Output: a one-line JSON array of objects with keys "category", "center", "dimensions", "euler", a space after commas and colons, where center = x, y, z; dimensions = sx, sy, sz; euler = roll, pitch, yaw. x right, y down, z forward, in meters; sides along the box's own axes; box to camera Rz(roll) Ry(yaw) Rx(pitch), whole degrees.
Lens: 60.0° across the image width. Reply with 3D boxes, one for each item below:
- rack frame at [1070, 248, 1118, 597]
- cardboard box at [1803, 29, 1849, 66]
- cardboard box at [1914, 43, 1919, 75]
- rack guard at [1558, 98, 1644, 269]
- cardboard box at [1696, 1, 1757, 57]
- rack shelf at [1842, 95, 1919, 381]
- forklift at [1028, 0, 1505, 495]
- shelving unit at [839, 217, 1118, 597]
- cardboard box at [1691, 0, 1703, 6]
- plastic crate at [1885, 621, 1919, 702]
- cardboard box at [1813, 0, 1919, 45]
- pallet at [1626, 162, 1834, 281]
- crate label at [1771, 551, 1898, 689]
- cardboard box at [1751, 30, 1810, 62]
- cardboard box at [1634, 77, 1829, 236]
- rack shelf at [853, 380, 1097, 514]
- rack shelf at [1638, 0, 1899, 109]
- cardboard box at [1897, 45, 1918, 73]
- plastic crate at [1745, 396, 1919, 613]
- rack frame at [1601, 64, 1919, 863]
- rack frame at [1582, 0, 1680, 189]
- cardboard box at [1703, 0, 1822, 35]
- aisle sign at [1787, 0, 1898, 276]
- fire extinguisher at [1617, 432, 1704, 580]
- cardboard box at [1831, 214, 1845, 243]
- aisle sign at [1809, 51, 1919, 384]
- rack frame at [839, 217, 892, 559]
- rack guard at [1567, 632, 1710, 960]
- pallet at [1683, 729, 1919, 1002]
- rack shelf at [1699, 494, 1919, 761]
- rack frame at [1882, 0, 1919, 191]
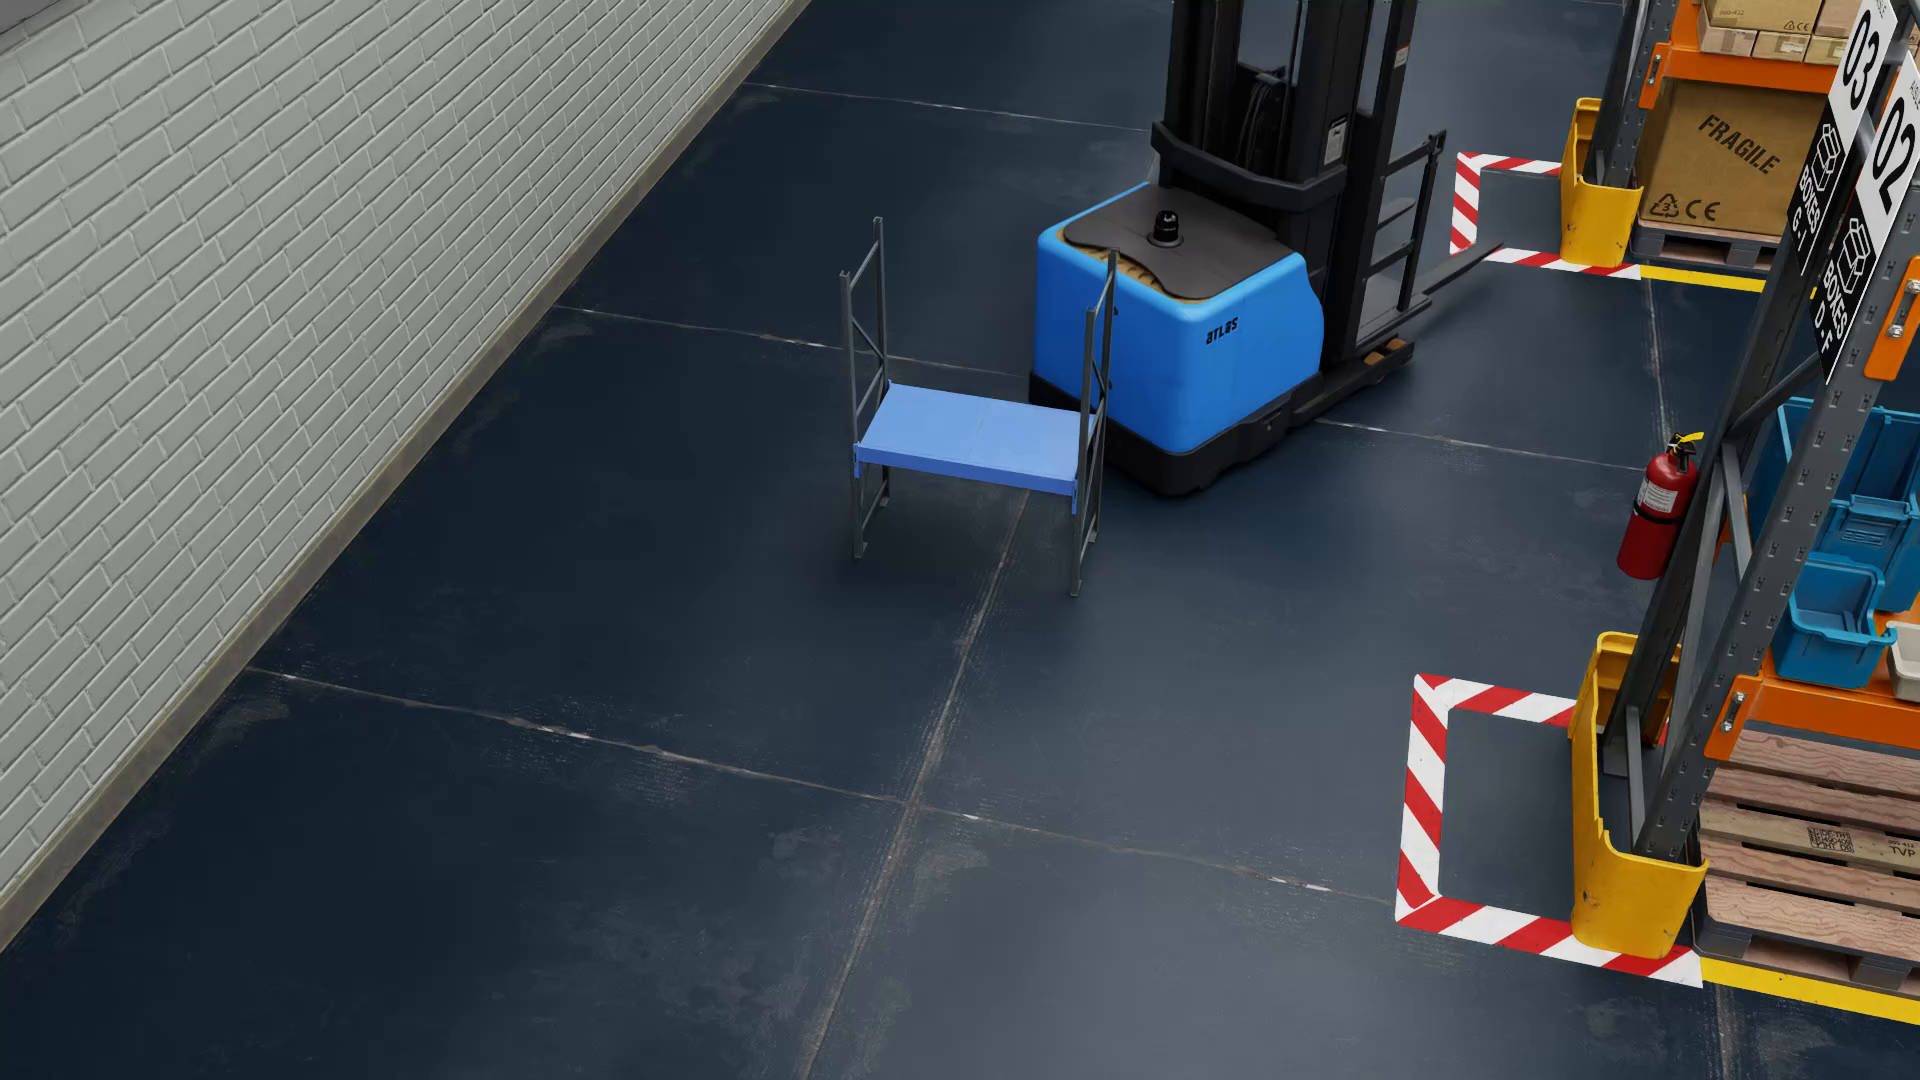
[{"category": "rack frame", "center": [0.573, -0.476, 7.175], "dimensions": [0.032, 1.500, 0.500], "euler": [10, 41, 11]}, {"category": "cardboard box", "center": [4.596, -2.658, 8.803], "dimensions": [0.250, 0.149, 0.380], "euler": [9, 41, 10]}, {"category": "cardboard box", "center": [5.094, -2.573, 8.701], "dimensions": [0.250, 0.149, 0.380], "euler": [9, 41, 11]}, {"category": "rack guard", "center": [3.820, -2.149, 9.945], "dimensions": [0.348, 0.500, 1.175], "euler": [10, 41, 11]}, {"category": "cardboard box", "center": [4.100, -2.742, 8.903], "dimensions": [0.250, 0.149, 0.380], "euler": [10, 41, 12]}, {"category": "rack shelf", "center": [4.494, -0.566, 4.343], "dimensions": [4.000, 0.370, 1.077], "euler": [10, 41, 11]}, {"category": "forklift", "center": [1.771, -2.162, 8.069], "dimensions": [3.031, 2.935, 1.130], "euler": [-31, 49, -31]}, {"category": "shelving unit", "center": [0.082, -0.560, 7.275], "dimensions": [1.048, 1.500, 0.538], "euler": [10, 41, 11]}, {"category": "cardboard box", "center": [4.272, -3.152, 9.390], "dimensions": [0.250, 0.149, 0.380], "euler": [11, 41, 12]}, {"category": "plastic crate", "center": [3.004, 0.403, 5.121], "dimensions": [0.298, 0.136, 0.250], "euler": [10, 41, 11]}, {"category": "cardboard box", "center": [4.741, -2.829, 8.696], "dimensions": [0.500, 0.250, 0.500], "euler": [9, 41, 11]}, {"category": "pallet", "center": [4.635, -1.950, 9.933], "dimensions": [1.213, 0.211, 1.003], "euler": [10, 41, 11]}, {"category": "crate label", "center": [2.716, 0.261, 5.215], "dimensions": [0.303, 0.233, 0.416], "euler": [10, 41, 11]}, {"category": "cardboard box", "center": [4.349, -2.701, 8.853], "dimensions": [0.250, 0.149, 0.380], "euler": [9, 41, 11]}, {"category": "cardboard box", "center": [4.482, -2.393, 9.617], "dimensions": [0.875, 0.875, 0.875], "euler": [10, 41, 11]}, {"category": "rack shelf", "center": [0.082, -0.422, 7.391], "dimensions": [1.000, 0.185, 0.538], "euler": [10, 41, 11]}, {"category": "rack shelf", "center": [5.775, -2.495, 8.972], "dimensions": [4.000, 0.370, 1.077], "euler": [10, 41, 11]}, {"category": "cardboard box", "center": [4.848, -2.616, 8.752], "dimensions": [0.250, 0.149, 0.380], "euler": [9, 41, 11]}, {"category": "plastic crate", "center": [2.934, -0.122, 5.514], "dimensions": [0.499, 0.435, 0.616], "euler": [10, 41, 11]}, {"category": "rack frame", "center": [2.562, -0.025, 5.473], "dimensions": [0.127, 3.000, 1.000], "euler": [10, 41, 11]}, {"category": "rack frame", "center": [3.843, -3.103, 9.136], "dimensions": [0.127, 3.000, 1.000], "euler": [10, 41, 11]}, {"category": "cardboard box", "center": [4.237, -2.912, 8.794], "dimensions": [0.500, 0.250, 0.500], "euler": [9, 41, 10]}, {"category": "aisle sign", "center": [2.569, -1.215, 4.867], "dimensions": [0.004, 0.787, 0.394], "euler": [10, 41, 11]}, {"category": "fire extinguisher", "center": [2.534, -0.160, 5.983], "dimensions": [0.183, 0.674, 0.296], "euler": [10, 41, 11]}, {"category": "cardboard box", "center": [5.361, -2.242, 9.437], "dimensions": [0.875, 0.875, 0.875], "euler": [10, 41, 11]}, {"category": "aisle sign", "center": [2.416, -0.848, 4.431], "dimensions": [0.004, 0.787, 0.394], "euler": [10, 41, 11]}, {"category": "rack frame", "center": [-0.409, -0.645, 7.376], "dimensions": [0.032, 1.500, 0.500], "euler": [10, 41, 11]}, {"category": "rack guard", "center": [2.536, 0.936, 6.272], "dimensions": [0.348, 0.500, 1.175], "euler": [10, 41, 11]}, {"category": "pallet", "center": [3.349, 1.204, 6.177], "dimensions": [1.213, 0.211, 1.003], "euler": [10, 41, 11]}, {"category": "rack shelf", "center": [4.494, 0.582, 5.308], "dimensions": [4.000, 0.370, 1.077], "euler": [10, 41, 11]}, {"category": "rack frame", "center": [2.562, -2.323, 3.543], "dimensions": [0.127, 3.000, 1.000], "euler": [10, 41, 11]}]
